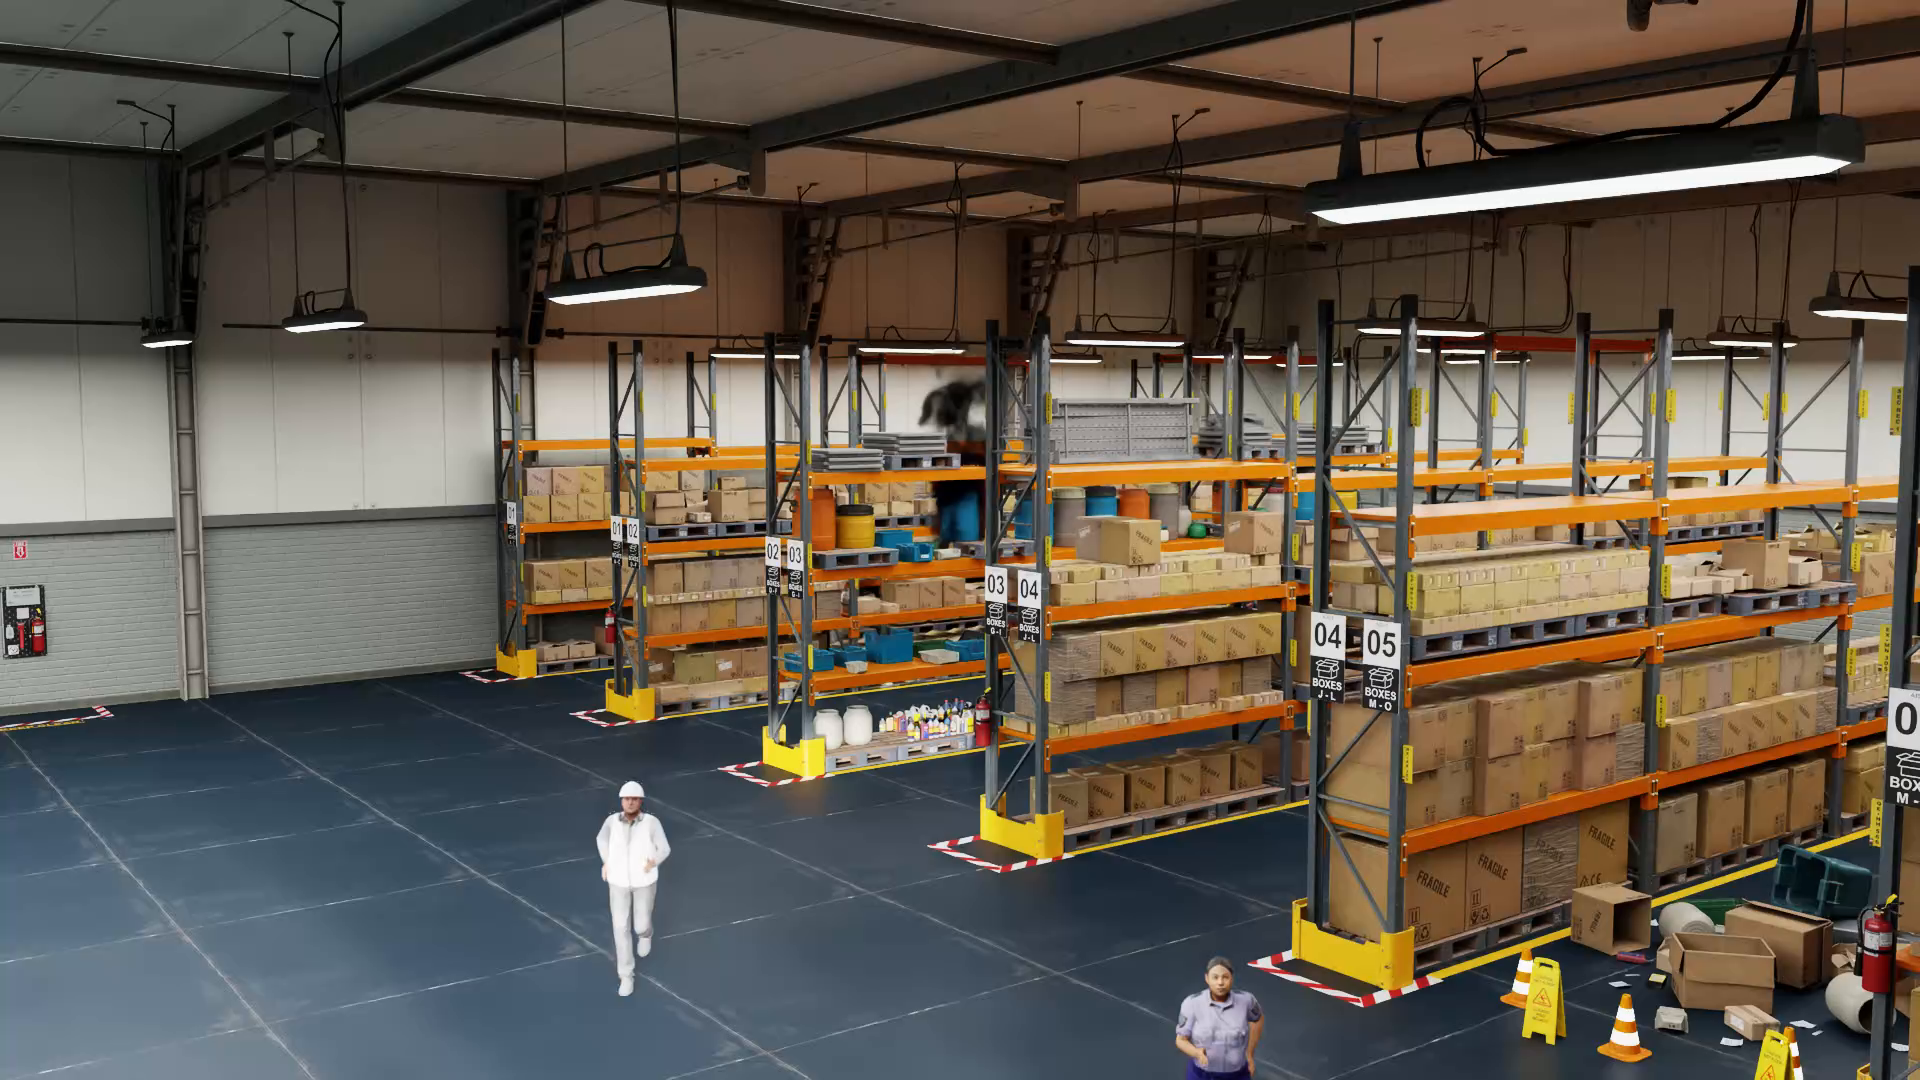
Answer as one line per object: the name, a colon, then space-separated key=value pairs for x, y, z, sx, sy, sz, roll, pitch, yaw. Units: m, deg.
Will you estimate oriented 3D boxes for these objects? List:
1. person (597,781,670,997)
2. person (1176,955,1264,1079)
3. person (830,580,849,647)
person: x=-2.881 y=3.003 z=14.647 sx=0.663 sy=1.778 sz=0.928 roll=0 pitch=5 yaw=-4
person: x=1.632 y=3.450 z=10.460 sx=0.554 sy=1.671 sz=0.759 roll=1 pitch=5 yaw=9
person: x=-2.221 y=1.556 z=31.198 sx=0.693 sy=1.763 sz=0.707 roll=-4 pitch=7 yaw=-40
